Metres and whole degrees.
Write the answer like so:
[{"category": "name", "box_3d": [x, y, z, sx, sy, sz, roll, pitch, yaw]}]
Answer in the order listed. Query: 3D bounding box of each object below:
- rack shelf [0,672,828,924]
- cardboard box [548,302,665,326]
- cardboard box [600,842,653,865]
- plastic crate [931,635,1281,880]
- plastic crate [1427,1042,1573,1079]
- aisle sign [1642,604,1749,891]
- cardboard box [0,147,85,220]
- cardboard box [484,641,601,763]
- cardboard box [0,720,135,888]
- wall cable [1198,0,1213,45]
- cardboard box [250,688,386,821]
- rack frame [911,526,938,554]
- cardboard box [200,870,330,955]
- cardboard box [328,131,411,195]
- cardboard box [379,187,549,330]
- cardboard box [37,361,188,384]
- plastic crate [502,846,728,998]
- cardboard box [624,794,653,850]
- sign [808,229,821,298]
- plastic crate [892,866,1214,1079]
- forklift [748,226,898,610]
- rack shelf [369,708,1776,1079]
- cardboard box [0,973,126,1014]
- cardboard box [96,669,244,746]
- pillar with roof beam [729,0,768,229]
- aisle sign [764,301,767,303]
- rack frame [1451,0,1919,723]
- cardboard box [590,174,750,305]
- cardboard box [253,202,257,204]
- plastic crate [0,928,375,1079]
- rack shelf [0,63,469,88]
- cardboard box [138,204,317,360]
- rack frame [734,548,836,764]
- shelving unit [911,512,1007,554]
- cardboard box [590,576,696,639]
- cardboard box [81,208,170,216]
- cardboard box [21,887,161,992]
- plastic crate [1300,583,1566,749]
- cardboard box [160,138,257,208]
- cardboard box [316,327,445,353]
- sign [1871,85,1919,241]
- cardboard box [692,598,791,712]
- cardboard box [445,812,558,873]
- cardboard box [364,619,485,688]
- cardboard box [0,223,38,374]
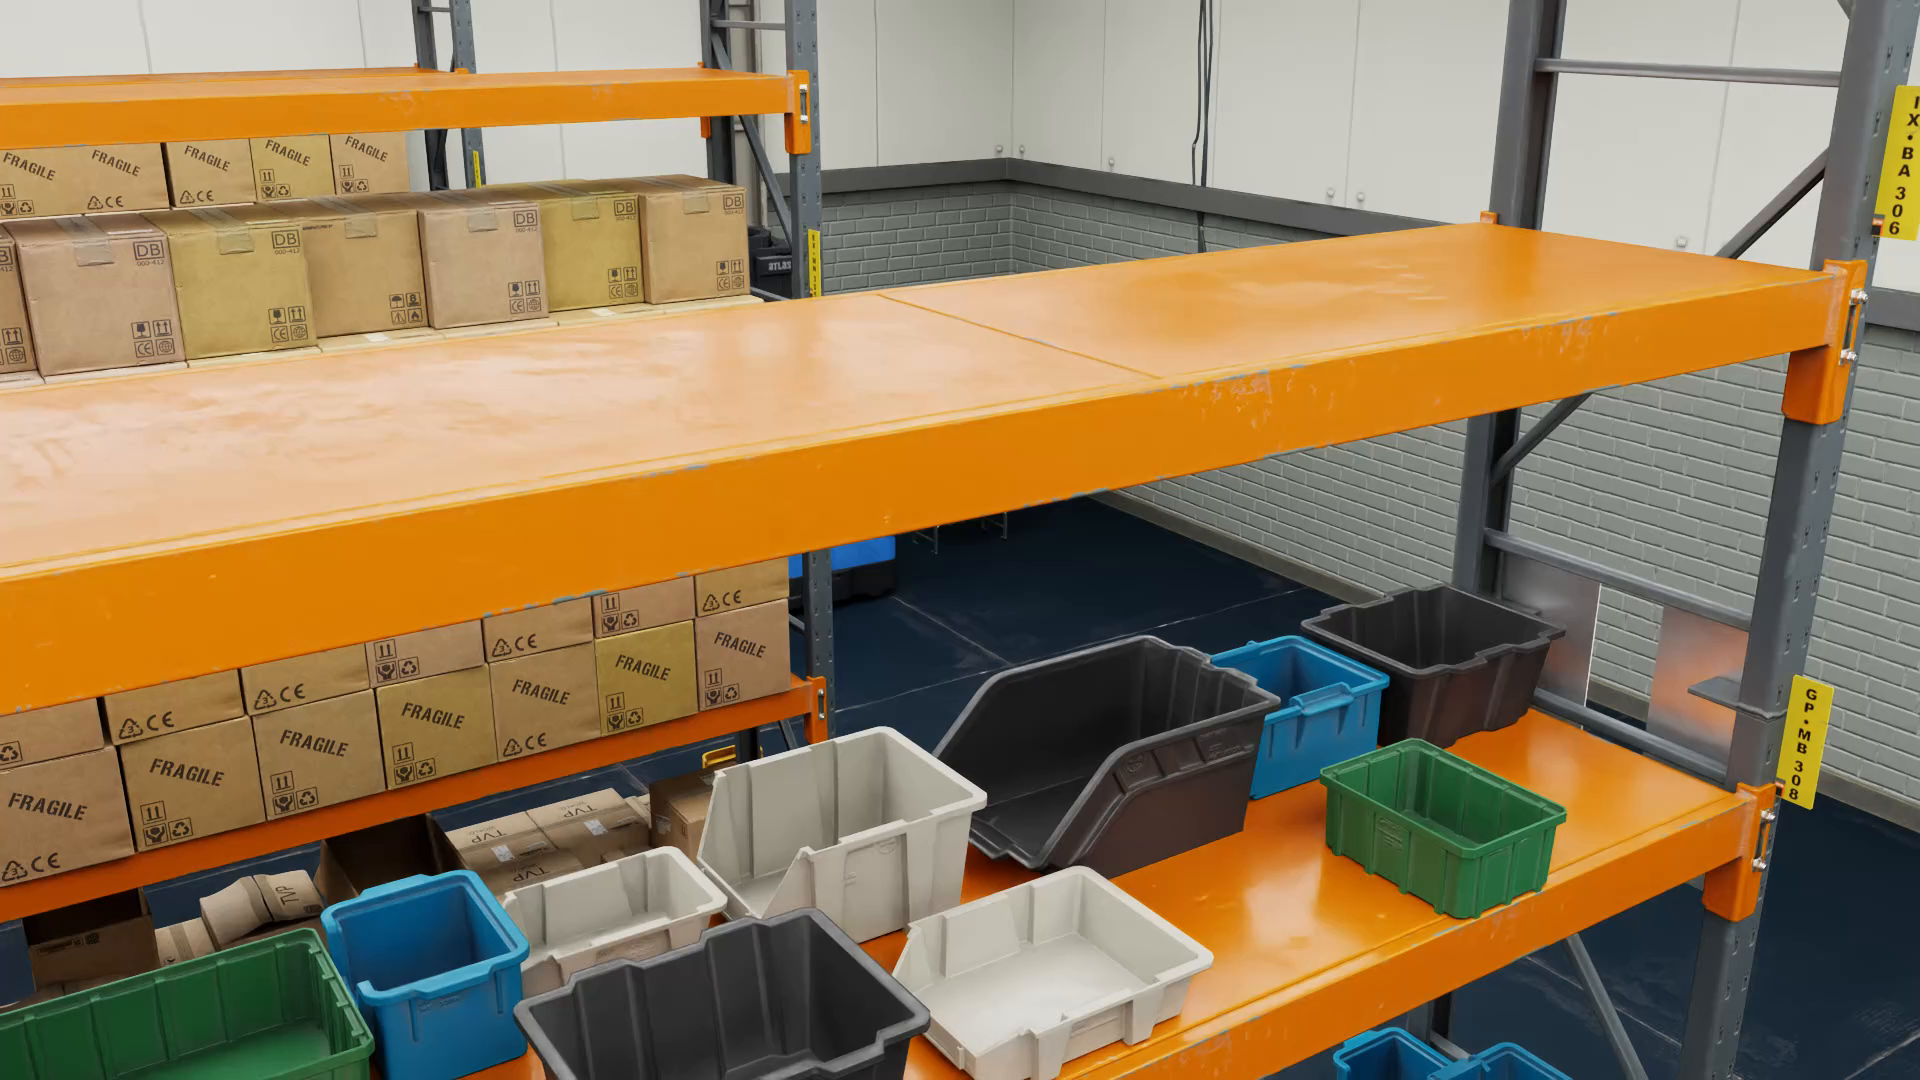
[{"category": "rack shelf", "box_3d": [-2.642, 1.090, 7.959, 4.000, 0.370, 1.077, -12, 22, -31]}, {"category": "cardboard box", "box_3d": [-1.678, -0.943, 7.619, 0.500, 0.250, 0.500, -12, 22, -31]}, {"category": "cardboard box", "box_3d": [-1.678, 1.740, 8.651, 0.250, 0.166, 0.380, -12, 22, -31]}, {"category": "plastic crate", "box_3d": [0.323, 0.527, 3.916, 0.767, 0.338, 0.504, -12, 22, -31]}, {"category": "plastic crate", "box_3d": [1.573, 1.787, 4.627, 0.499, 0.435, 0.616, -12, 22, -31]}, {"category": "aisle sign", "box_3d": [1.971, 0.557, 4.354, 0.004, 0.787, 0.394, -12, 22, -31]}, {"category": "cardboard box", "box_3d": [-5.864, -2.317, 10.481, 0.500, 0.500, 0.500, -12, 22, -33]}, {"category": "cardboard box", "box_3d": [-2.047, 0.680, 7.892, 0.500, 0.500, 0.500, -12, 22, -31]}, {"category": "cardboard box", "box_3d": [-3.737, 1.038, 6.836, 0.500, 0.500, 0.500, -11, 22, -30]}, {"category": "wall cable", "box_3d": [2.709, -4.868, 12.054, 0.112, 2.526, 3.097, -12, 22, -31]}, {"category": "cardboard box", "box_3d": [-2.892, 0.859, 7.364, 0.500, 0.500, 0.500, -12, 22, -32]}, {"category": "rack frame", "box_3d": [-0.311, -0.645, 14.310, 0.023, 1.500, 0.400, -12, 22, -31]}, {"category": "cardboard box", "box_3d": [-3.366, 1.859, 8.074, 0.500, 0.311, 0.500, -12, 22, -31]}, {"category": "cardboard box", "box_3d": [-4.160, -2.677, 11.546, 0.500, 0.500, 0.500, -12, 22, -32]}, {"category": "cardboard box", "box_3d": [-2.214, -1.268, 7.410, 0.500, 0.500, 0.700, -12, 22, -31]}, {"category": "cardboard box", "box_3d": [-3.353, -0.593, 6.584, 0.500, 0.250, 0.500, -12, 22, -31]}, {"category": "plastic crate", "box_3d": [-0.738, 0.806, 3.406, 0.466, 0.136, 0.293, -12, 22, -31]}, {"category": "cardboard box", "box_3d": [-1.719, 1.557, 9.193, 0.250, 0.166, 0.380, -12, 22, -31]}, {"category": "sign", "box_3d": [-0.683, -1.291, 7.814, 0.005, 0.325, 0.100, -12, 22, -31]}, {"category": "plastic crate", "box_3d": [0.160, 0.857, 3.254, 0.530, 0.136, 0.437, -12, 22, -31]}, {"category": "forklift", "box_3d": [-2.040, -0.852, 12.689, 3.031, 2.935, 1.130, -10, 21, -28]}, {"category": "rack shelf", "box_3d": [0.079, 0.995, 3.558, 4.000, 0.370, 1.077, -12, 22, -31]}, {"category": "cardboard box", "box_3d": [-3.843, 2.151, 7.209, 0.500, 0.311, 0.500, -12, 22, -31]}, {"category": "cardboard box", "box_3d": [-3.333, 0.482, 6.918, 0.500, 0.500, 0.500, -13, 22, -33]}, {"category": "pillar with roof beam", "box_3d": [0.448, -3.324, 10.527, 0.400, 9.000, 9.100, -12, 22, -31]}, {"category": "aisle sign", "box_3d": [-1.076, -0.925, 8.737, 0.004, 0.787, 0.394, -12, 22, -31]}, {"category": "rack frame", "box_3d": [1.750, -1.119, 4.004, 0.127, 3.000, 1.000, -12, 22, -31]}, {"category": "cardboard box", "box_3d": [-1.391, -1.450, 7.949, 0.500, 0.500, 0.700, -12, 22, -31]}, {"category": "cardboard box", "box_3d": [-4.599, -2.231, 11.400, 0.500, 0.250, 0.500, -13, 23, -33]}, {"category": "plastic crate", "box_3d": [-1.403, 0.951, 2.894, 0.662, 0.188, 0.450, -12, 22, -31]}, {"category": "rack shelf", "box_3d": [-5.369, -2.886, 10.979, 4.000, 0.370, 1.077, -12, 22, -31]}, {"category": "cardboard box", "box_3d": [-3.017, -1.076, 6.842, 0.500, 0.500, 0.700, -12, 22, -31]}, {"category": "rack frame", "box_3d": [-0.971, 0.397, 8.886, 0.127, 3.000, 1.000, -12, 22, -31]}, {"category": "shelving unit", "box_3d": [-0.006, -0.709, 14.501, 0.755, 1.500, 0.431, -12, 22, -31]}, {"category": "cardboard box", "box_3d": [-1.613, 0.118, 7.996, 0.500, 0.500, 0.500, -11, 22, -30]}, {"category": "cardboard box", "box_3d": [-5.460, -2.048, 10.858, 0.500, 0.250, 0.500, -13, 22, -33]}, {"category": "cardboard box", "box_3d": [-3.992, 1.901, 7.653, 0.500, 0.500, 0.500, -12, 22, -31]}, {"category": "plastic crate", "box_3d": [1.275, 0.357, 4.525, 0.590, 0.269, 0.497, -12, 22, -31]}, {"category": "cardboard box", "box_3d": [-5.015, -2.497, 11.016, 0.500, 0.500, 0.500, -13, 23, -34]}, {"category": "cardboard box", "box_3d": [-2.511, -0.766, 7.096, 0.500, 0.250, 0.500, -12, 22, -31]}, {"category": "sign", "box_3d": [2.066, -0.822, 3.629, 0.005, 0.325, 0.100, -12, 22, -31]}, {"category": "cardboard box", "box_3d": [-1.196, 0.502, 8.421, 0.500, 0.500, 0.500, -11, 22, -30]}, {"category": "cardboard box", "box_3d": [-2.417, 1.688, 8.676, 0.500, 0.250, 0.500, -12, 22, -31]}, {"category": "cardboard box", "box_3d": [-2.473, 0.301, 7.455, 0.500, 0.500, 0.500, -11, 22, -30]}, {"category": "cardboard box", "box_3d": [-3.927, -0.936, 6.429, 0.500, 0.500, 0.700, -12, 22, -31]}]
